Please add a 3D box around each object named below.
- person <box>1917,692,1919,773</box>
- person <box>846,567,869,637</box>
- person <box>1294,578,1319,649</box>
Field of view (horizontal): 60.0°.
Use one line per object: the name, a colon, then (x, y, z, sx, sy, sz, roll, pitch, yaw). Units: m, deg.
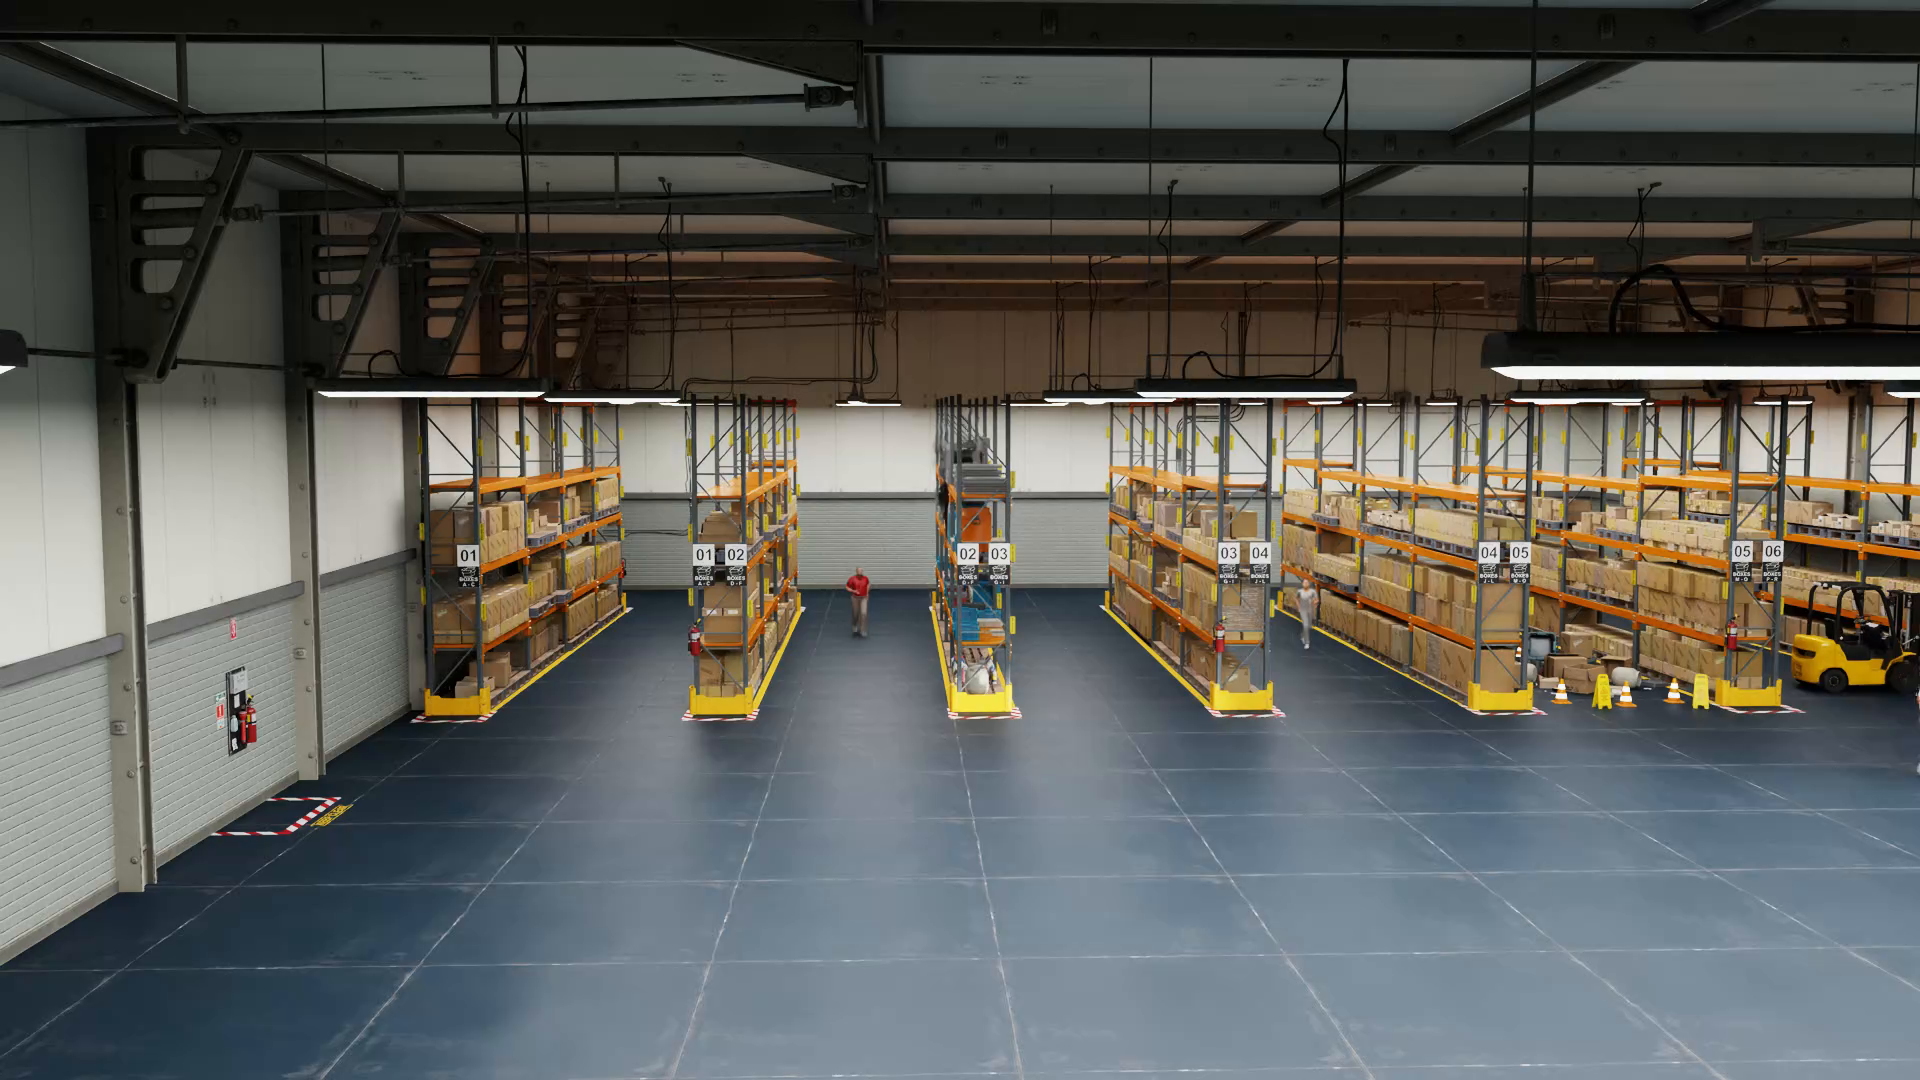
person: (15.199, 2.819, 25.710, 0.660, 1.795, 0.660, 4, 6, 39)
person: (-2.575, 1.550, 42.167, 0.654, 1.758, 0.894, -1, 5, -15)
person: (8.336, 1.749, 39.994, 0.560, 1.675, 0.863, 0, 5, 4)
